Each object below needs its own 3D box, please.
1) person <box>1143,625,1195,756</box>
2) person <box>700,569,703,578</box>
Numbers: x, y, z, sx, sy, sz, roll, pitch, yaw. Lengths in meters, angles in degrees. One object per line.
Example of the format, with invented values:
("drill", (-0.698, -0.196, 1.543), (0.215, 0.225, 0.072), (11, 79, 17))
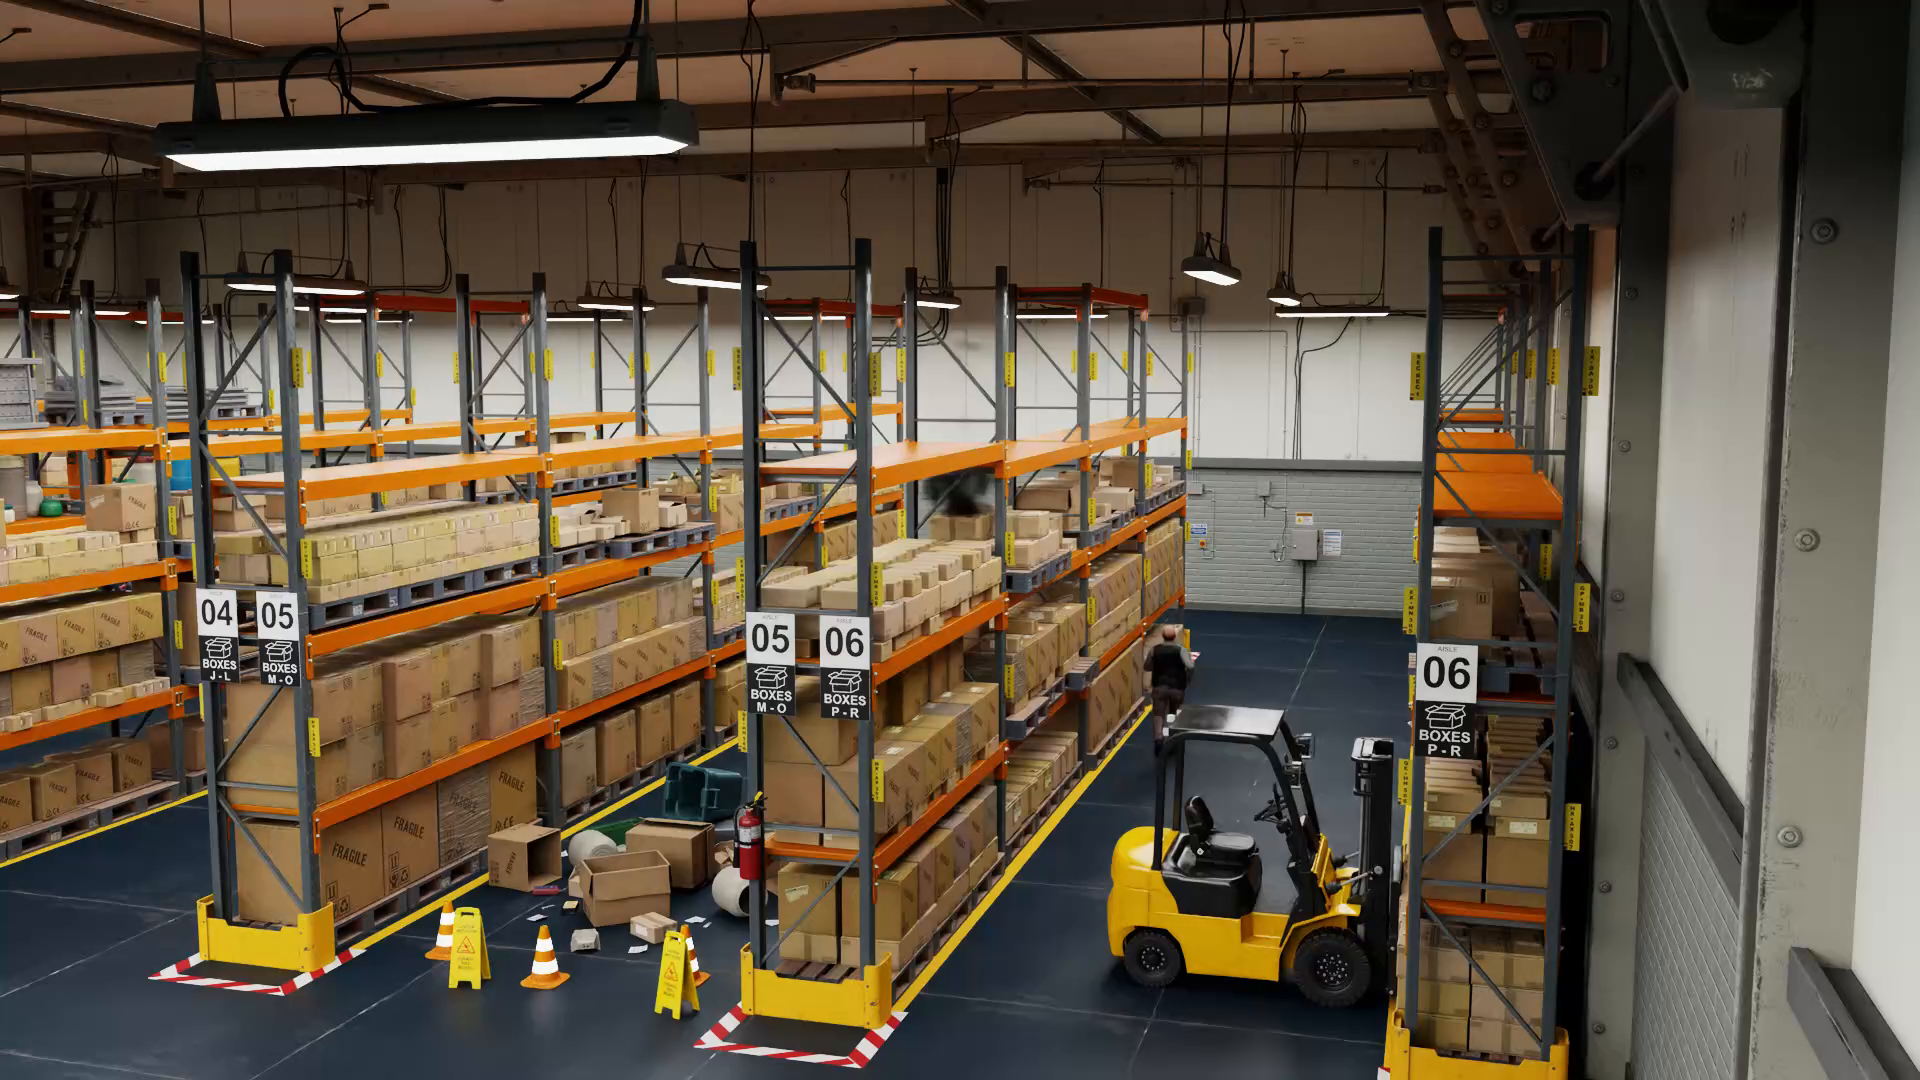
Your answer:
("person", (2.671, 1.923, 21.270), (0.662, 1.696, 0.959), (1, 7, 10))
("person", (-4.071, 1.294, 27.111), (0.661, 1.725, 0.799), (3, 7, 25))
